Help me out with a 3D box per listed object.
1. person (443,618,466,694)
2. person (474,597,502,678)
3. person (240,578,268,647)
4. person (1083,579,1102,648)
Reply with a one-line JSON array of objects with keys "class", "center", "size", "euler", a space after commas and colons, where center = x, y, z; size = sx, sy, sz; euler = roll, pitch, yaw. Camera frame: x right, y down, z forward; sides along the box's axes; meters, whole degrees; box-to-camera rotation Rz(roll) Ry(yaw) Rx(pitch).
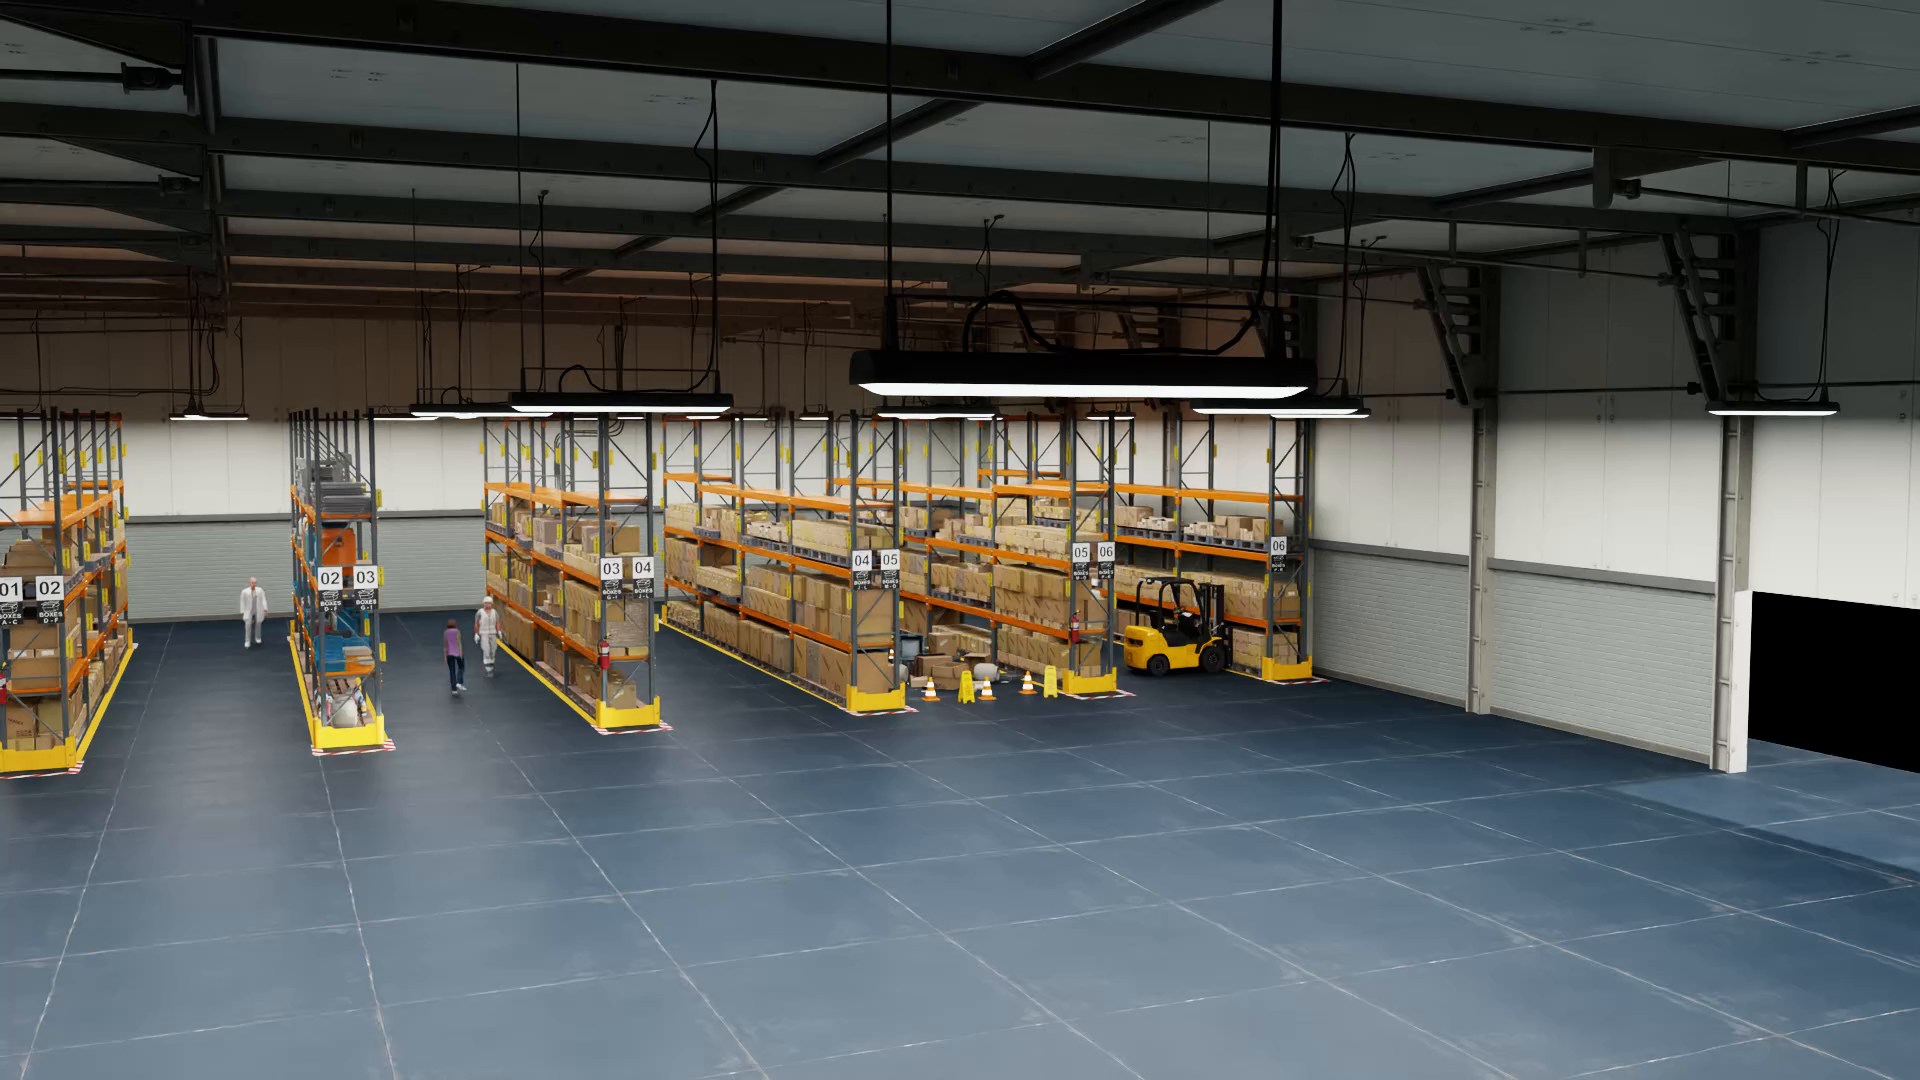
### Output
[{"class": "person", "center": [-10.707, 2.453, 35.190], "size": [0.445, 1.583, 0.468], "euler": [-1, 4, -13]}, {"class": "person", "center": [-10.672, 2.196, 37.773], "size": [0.576, 1.793, 0.734], "euler": [-3, 5, -36]}, {"class": "person", "center": [-18.143, 1.840, 42.721], "size": [0.664, 1.710, 1.128], "euler": [-2, 4, -22]}, {"class": "person", "center": [3.406, 1.886, 42.468], "size": [0.521, 1.802, 0.698], "euler": [-3, 5, -37]}]
